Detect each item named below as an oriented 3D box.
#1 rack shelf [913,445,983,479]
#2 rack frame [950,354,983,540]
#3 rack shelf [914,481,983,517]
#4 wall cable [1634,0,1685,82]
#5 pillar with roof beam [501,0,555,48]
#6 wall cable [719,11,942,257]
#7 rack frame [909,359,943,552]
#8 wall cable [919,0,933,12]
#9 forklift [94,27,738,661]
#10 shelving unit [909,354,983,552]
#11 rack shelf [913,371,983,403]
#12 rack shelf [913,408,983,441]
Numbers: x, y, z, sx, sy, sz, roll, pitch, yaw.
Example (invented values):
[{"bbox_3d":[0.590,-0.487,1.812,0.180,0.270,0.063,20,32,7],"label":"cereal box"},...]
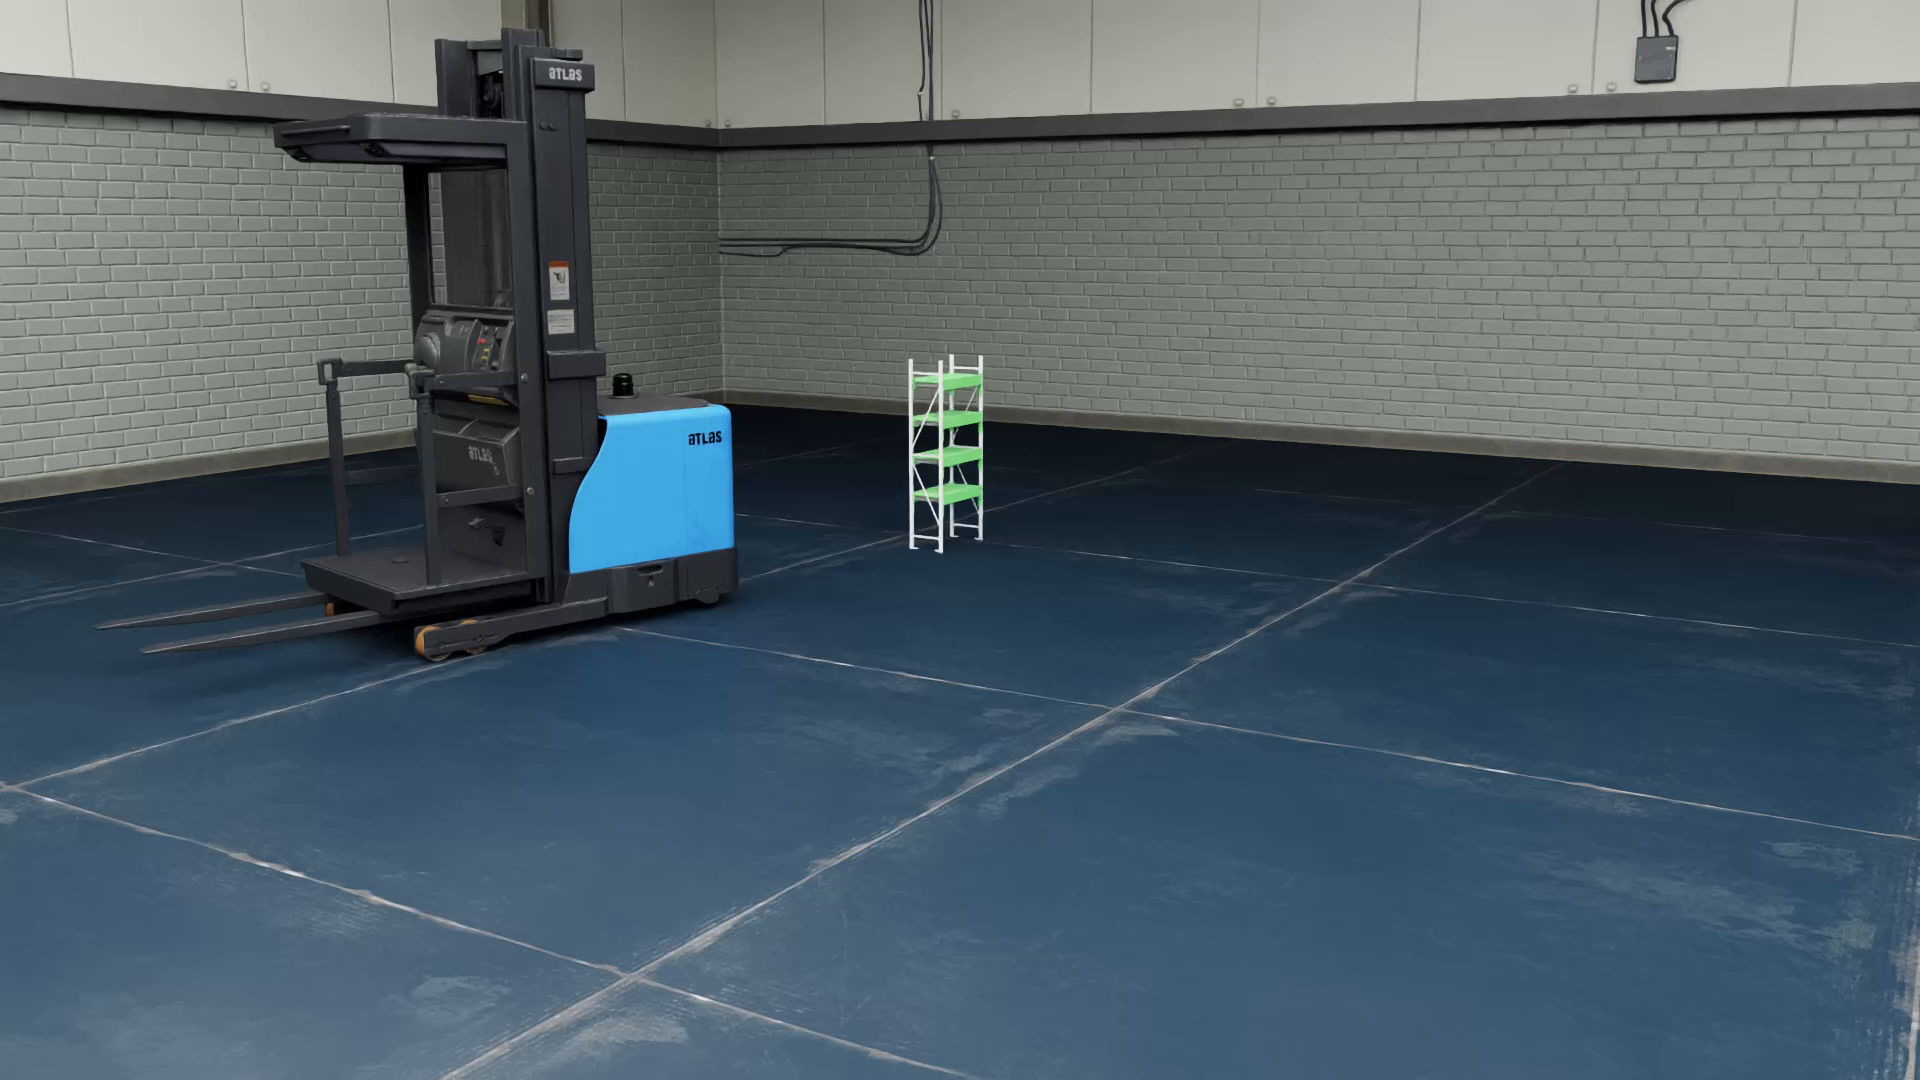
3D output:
[{"bbox_3d":[-0.086,-0.501,10.631,0.258,0.148,0.480,6,12,31],"label":"rack shelf"},{"bbox_3d":[0.041,-0.602,10.824,0.240,1.200,0.015,6,12,31],"label":"rack frame"},{"bbox_3d":[-0.086,-0.265,10.675,0.258,0.148,0.480,6,12,31],"label":"rack shelf"},{"bbox_3d":[6.578,-6.640,12.641,2.305,6.003,0.169,6,12,31],"label":"wall cable"},{"bbox_3d":[-0.508,-5.130,13.815,9.100,9.000,0.400,6,12,31],"label":"pillar with roof beam"},{"bbox_3d":[-1.528,-4.352,18.097,3.097,2.526,0.112,6,12,31],"label":"wall cable"},{"bbox_3d":[-0.213,-0.525,10.414,0.240,1.200,0.015,6,12,31],"label":"rack frame"},{"bbox_3d":[0.784,-6.576,16.252,3.097,2.526,0.112,6,12,31],"label":"wall cable"},{"bbox_3d":[-2.618,-0.978,8.126,3.031,2.935,1.130,-10,15,-43],"label":"forklift"},{"bbox_3d":[-0.086,-0.564,10.619,0.258,1.200,0.503,6,12,31],"label":"shelving unit"},{"bbox_3d":[-0.086,-0.973,10.543,0.258,0.148,0.480,6,12,31],"label":"rack shelf"},{"bbox_3d":[-0.086,-0.737,10.587,0.258,0.148,0.480,6,12,31],"label":"rack shelf"}]
